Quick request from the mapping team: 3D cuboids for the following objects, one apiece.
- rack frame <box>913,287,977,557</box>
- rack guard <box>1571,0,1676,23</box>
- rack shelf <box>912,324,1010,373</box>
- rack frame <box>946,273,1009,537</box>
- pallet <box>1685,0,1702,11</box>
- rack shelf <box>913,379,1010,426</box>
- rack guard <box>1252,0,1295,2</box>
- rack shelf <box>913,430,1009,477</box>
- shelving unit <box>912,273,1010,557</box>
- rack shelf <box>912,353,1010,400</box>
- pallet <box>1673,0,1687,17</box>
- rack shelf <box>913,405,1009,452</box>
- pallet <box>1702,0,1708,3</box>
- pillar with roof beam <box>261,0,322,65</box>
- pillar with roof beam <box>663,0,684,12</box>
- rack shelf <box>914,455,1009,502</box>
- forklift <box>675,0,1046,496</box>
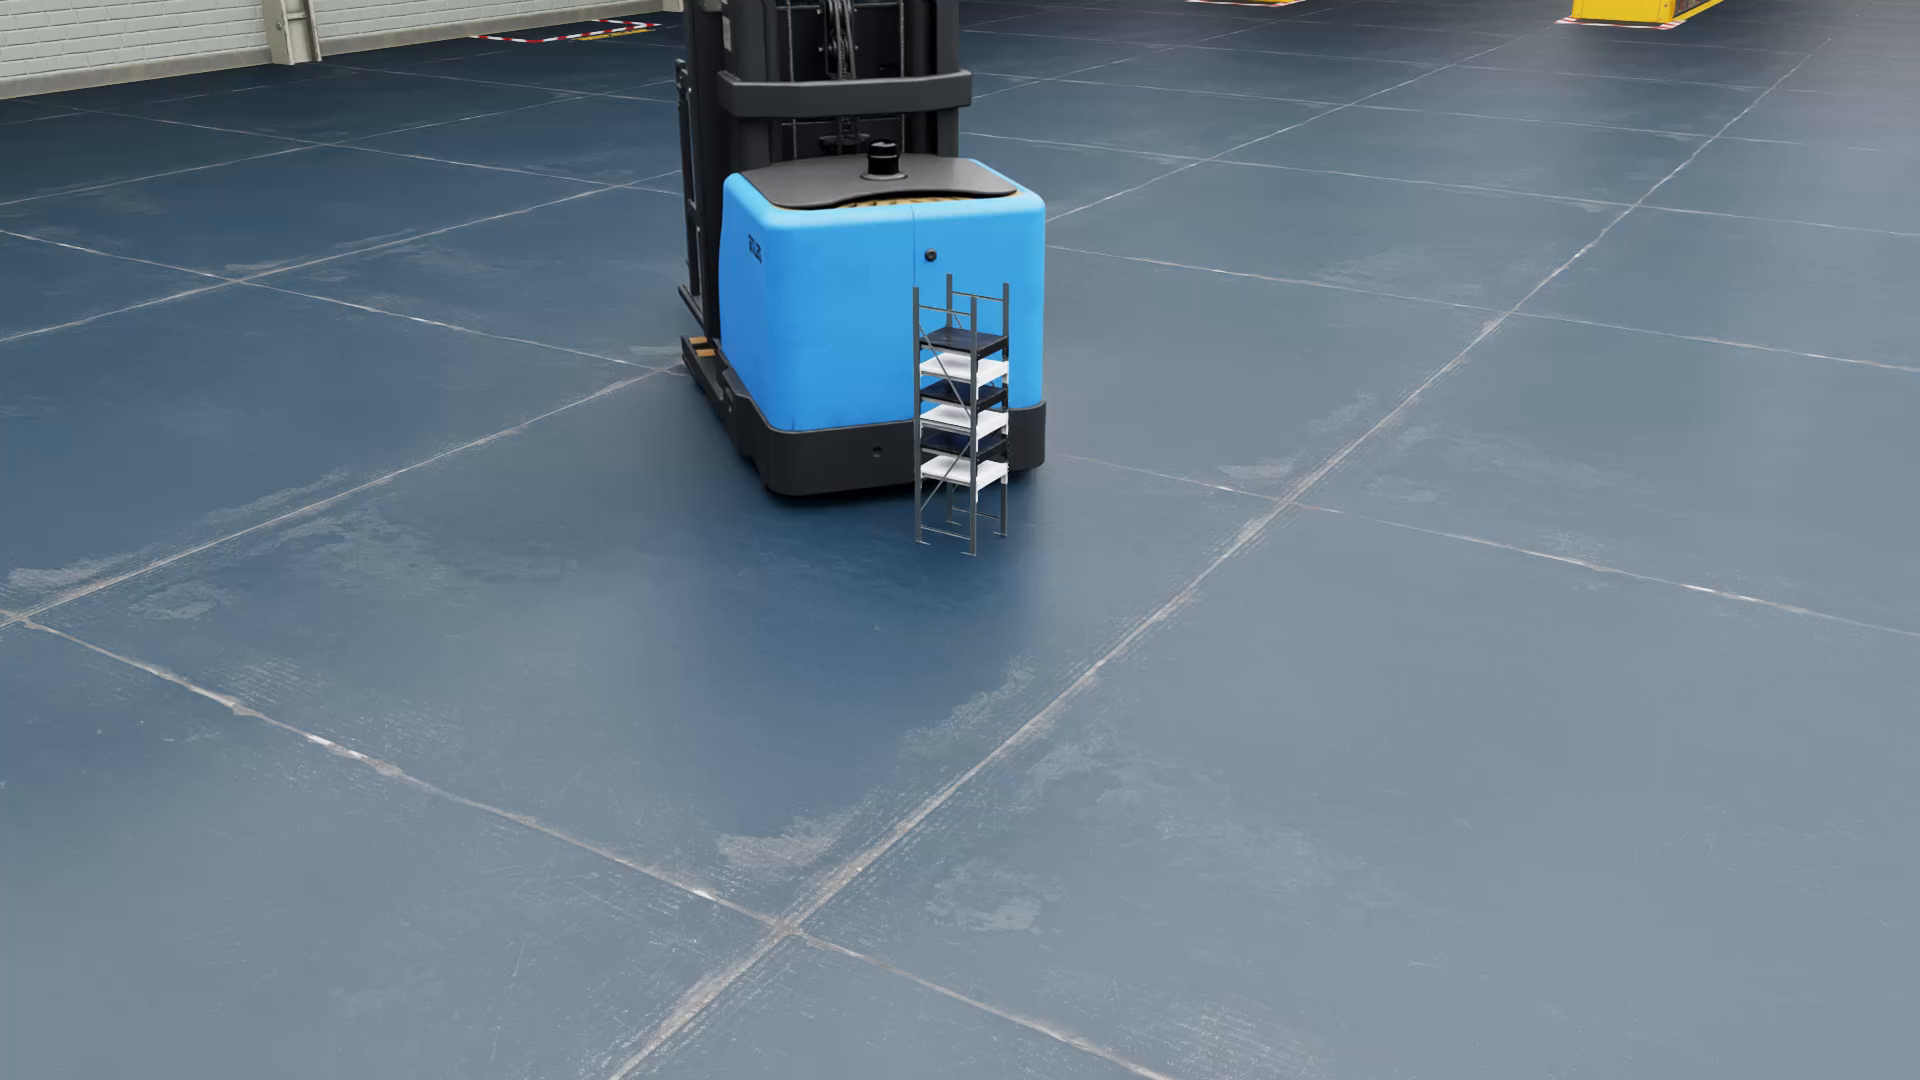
[{"bbox_3d":[-0.049,-0.381,5.498,0.240,0.900,0.006,14,27,29],"label":"rack frame"},{"bbox_3d":[8.277,-6.749,20.710,1.175,0.500,0.348,14,27,29],"label":"rack guard"},{"bbox_3d":[0.004,-0.633,5.484,0.258,0.077,0.200,14,27,29],"label":"rack shelf"},{"bbox_3d":[0.058,-0.450,5.657,0.240,0.900,0.006,14,27,29],"label":"rack frame"},{"bbox_3d":[9.354,-7.299,22.345,1.003,0.211,1.213,14,27,29],"label":"pallet"},{"bbox_3d":[0.004,-0.468,5.555,0.258,0.077,0.200,14,27,29],"label":"rack shelf"},{"bbox_3d":[4.058,-7.744,23.010,1.175,0.500,0.348,14,27,29],"label":"rack guard"},{"bbox_3d":[0.004,-0.303,5.627,0.258,0.077,0.200,14,27,29],"label":"rack shelf"},{"bbox_3d":[0.004,-0.416,5.578,0.258,0.900,0.210,14,27,29],"label":"shelving unit"},{"bbox_3d":[0.004,-0.550,5.519,0.258,0.077,0.200,14,27,29],"label":"rack shelf"},{"bbox_3d":[8.710,-6.889,21.398,1.003,0.211,1.213,14,27,29],"label":"pallet"},{"bbox_3d":[0.004,-0.385,5.591,0.258,0.077,0.200,14,27,29],"label":"rack shelf"},{"bbox_3d":[9.997,-7.713,23.300,1.003,0.211,1.213,14,27,29],"label":"pallet"},{"bbox_3d":[-3.178,-8.155,13.260,9.100,9.000,0.400,14,27,29],"label":"pillar with roof beam"},{"bbox_3d":[-0.013,-10.180,17.938,9.100,9.000,0.400,14,27,29],"label":"pillar with roof beam"},{"bbox_3d":[0.004,-0.220,5.662,0.258,0.077,0.200,14,27,29],"label":"rack shelf"},{"bbox_3d":[-0.617,-2.061,6.822,1.130,2.935,3.031,-7,24,-16],"label":"forklift"}]
